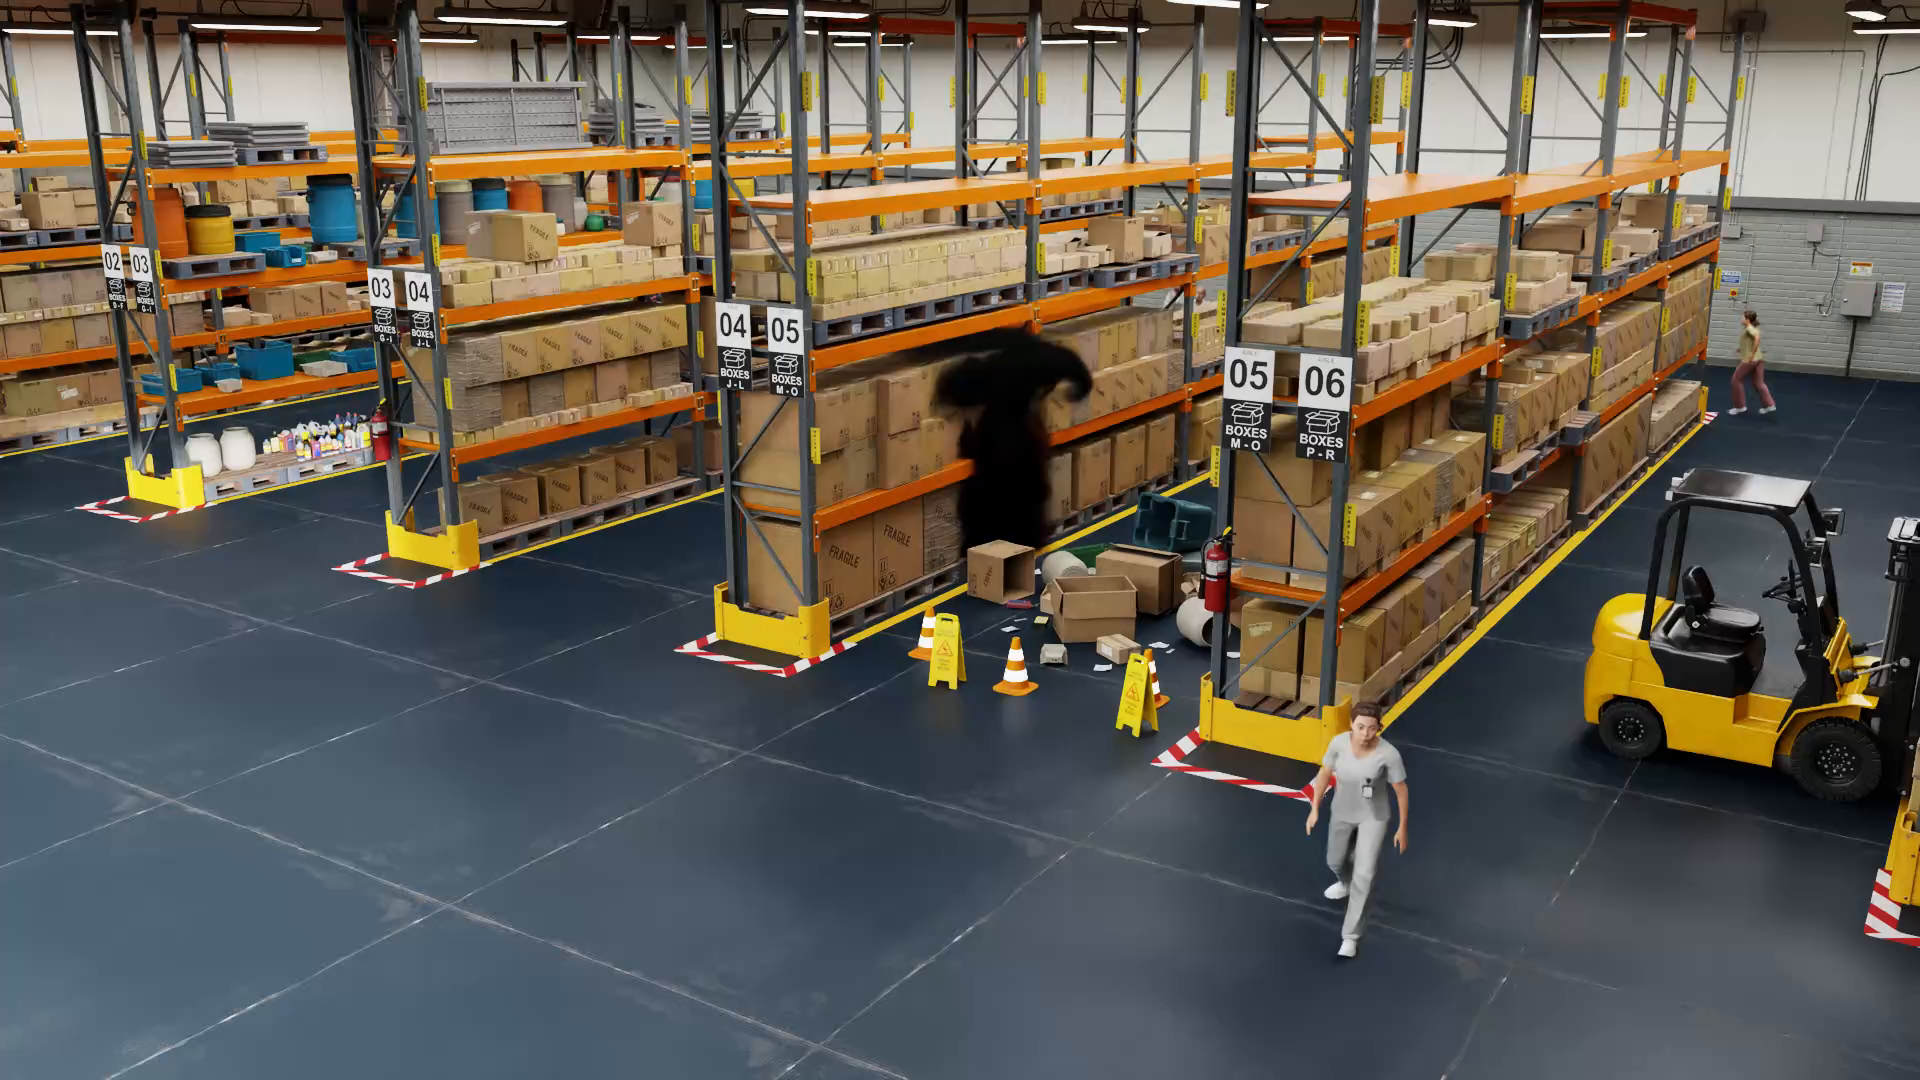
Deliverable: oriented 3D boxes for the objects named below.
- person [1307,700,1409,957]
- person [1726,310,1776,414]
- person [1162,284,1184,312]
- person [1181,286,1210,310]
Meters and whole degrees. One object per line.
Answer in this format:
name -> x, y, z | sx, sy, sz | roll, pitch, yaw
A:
person -> 2.495, 1.678, 10.229 | 0.613, 1.601, 0.839 | 8, 17, 27
person -> 12.484, -2.745, 26.046 | 0.554, 1.668, 0.784 | -11, 19, -35
person -> 3.994, -3.996, 30.531 | 0.516, 1.626, 0.825 | 7, 17, 22
person -> 4.024, -3.422, 28.301 | 0.761, 1.806, 0.762 | 14, 21, 42
